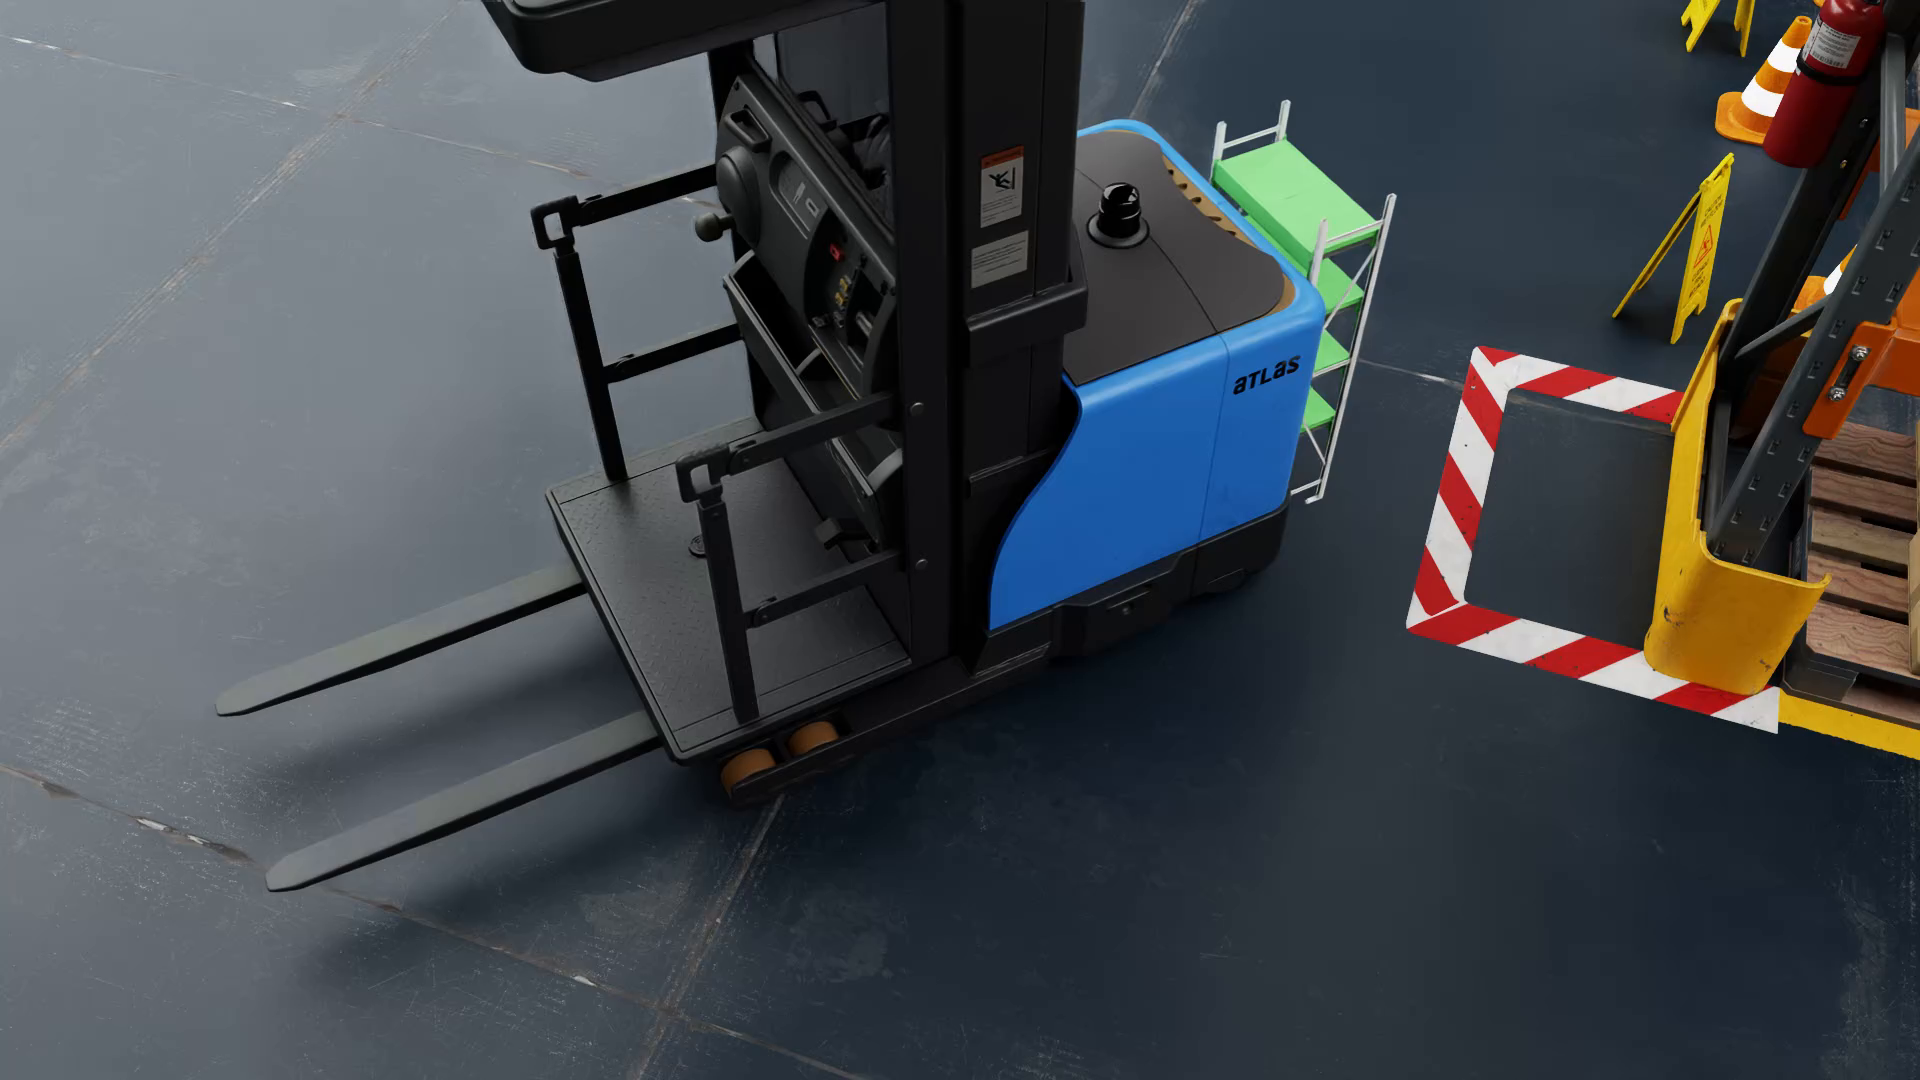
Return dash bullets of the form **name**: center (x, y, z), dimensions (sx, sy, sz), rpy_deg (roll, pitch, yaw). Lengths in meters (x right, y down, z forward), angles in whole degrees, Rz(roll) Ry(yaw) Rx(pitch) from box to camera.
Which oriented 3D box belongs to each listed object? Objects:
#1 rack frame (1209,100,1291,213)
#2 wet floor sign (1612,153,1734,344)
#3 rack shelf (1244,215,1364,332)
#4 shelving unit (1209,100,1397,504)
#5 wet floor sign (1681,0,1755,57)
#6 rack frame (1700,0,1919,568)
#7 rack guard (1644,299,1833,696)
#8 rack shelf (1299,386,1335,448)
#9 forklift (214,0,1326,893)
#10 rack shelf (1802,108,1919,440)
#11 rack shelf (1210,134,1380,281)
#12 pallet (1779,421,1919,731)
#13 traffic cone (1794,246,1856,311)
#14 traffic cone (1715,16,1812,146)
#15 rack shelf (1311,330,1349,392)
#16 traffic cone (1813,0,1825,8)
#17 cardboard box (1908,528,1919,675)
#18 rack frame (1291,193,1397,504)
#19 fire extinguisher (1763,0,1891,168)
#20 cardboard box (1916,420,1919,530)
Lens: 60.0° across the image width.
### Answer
- **rack frame**: center (0.834, -0.817, 5.164), dimensions (0.240, 1.200, 0.015), rpy_deg (-22, 53, -18)
- **wet floor sign**: center (2.503, -1.029, 5.715), dimensions (0.232, 0.644, 0.267), rpy_deg (33, 57, 25)
- **rack shelf**: center (0.948, -0.770, 4.890), dimensions (0.258, 0.148, 0.480), rpy_deg (-22, 53, -18)
- **shelving unit**: center (0.948, -0.655, 5.023), dimensions (0.258, 1.200, 0.503), rpy_deg (-22, 53, -18)
- **wet floor sign**: center (3.218, -2.360, 6.868), dimensions (0.232, 0.644, 0.267), rpy_deg (8, 50, 7)
- **rack frame**: center (2.311, -0.992, 4.124), dimensions (0.127, 3.000, 1.000), rpy_deg (16, 51, 13)
- **rack guard**: center (2.382, -0.153, 5.052), dimensions (0.348, 0.500, 1.175), rpy_deg (16, 51, 13)
- **rack shelf**: center (0.948, -0.455, 5.253), dimensions (0.258, 0.148, 0.480), rpy_deg (-22, 53, -18)
- **forklift**: center (-0.558, -0.685, 3.904), dimensions (3.031, 2.935, 1.130), rpy_deg (-22, 53, -18)
- **rack shelf**: center (4.187, -0.232, 3.942), dimensions (4.000, 0.370, 1.077), rpy_deg (16, 51, 13)
- **rack shelf**: center (0.948, -0.927, 4.709), dimensions (0.258, 0.148, 0.480), rpy_deg (-22, 53, -18)
- **pallet**: center (3.132, 0.179, 4.955), dimensions (1.213, 0.211, 1.003), rpy_deg (16, 51, 13)
- **traffic cone**: center (3.161, -0.963, 5.778), dimensions (0.334, 0.463, 0.336), rpy_deg (16, 51, 13)
- **traffic cone**: center (3.227, -1.838, 6.537), dimensions (0.334, 0.463, 0.336), rpy_deg (16, 51, 13)
- **rack shelf**: center (0.948, -0.613, 5.071), dimensions (0.258, 0.148, 0.480), rpy_deg (-22, 53, -18)
- **traffic cone**: center (3.937, -2.550, 7.154), dimensions (0.334, 0.463, 0.336), rpy_deg (16, 51, 13)
- **cardboard box**: center (2.971, 0.179, 4.652), dimensions (0.500, 0.250, 0.500), rpy_deg (15, 51, 13)
- **rack frame**: center (1.062, -0.492, 4.882), dimensions (0.240, 1.200, 0.015), rpy_deg (-22, 53, -18)
- **fire extinguisher**: center (2.363, -1.323, 4.463), dimensions (0.183, 0.674, 0.296), rpy_deg (16, 51, 13)
- **cardboard box**: center (3.185, -0.201, 4.981), dimensions (0.500, 0.250, 0.500), rpy_deg (15, 51, 13)
